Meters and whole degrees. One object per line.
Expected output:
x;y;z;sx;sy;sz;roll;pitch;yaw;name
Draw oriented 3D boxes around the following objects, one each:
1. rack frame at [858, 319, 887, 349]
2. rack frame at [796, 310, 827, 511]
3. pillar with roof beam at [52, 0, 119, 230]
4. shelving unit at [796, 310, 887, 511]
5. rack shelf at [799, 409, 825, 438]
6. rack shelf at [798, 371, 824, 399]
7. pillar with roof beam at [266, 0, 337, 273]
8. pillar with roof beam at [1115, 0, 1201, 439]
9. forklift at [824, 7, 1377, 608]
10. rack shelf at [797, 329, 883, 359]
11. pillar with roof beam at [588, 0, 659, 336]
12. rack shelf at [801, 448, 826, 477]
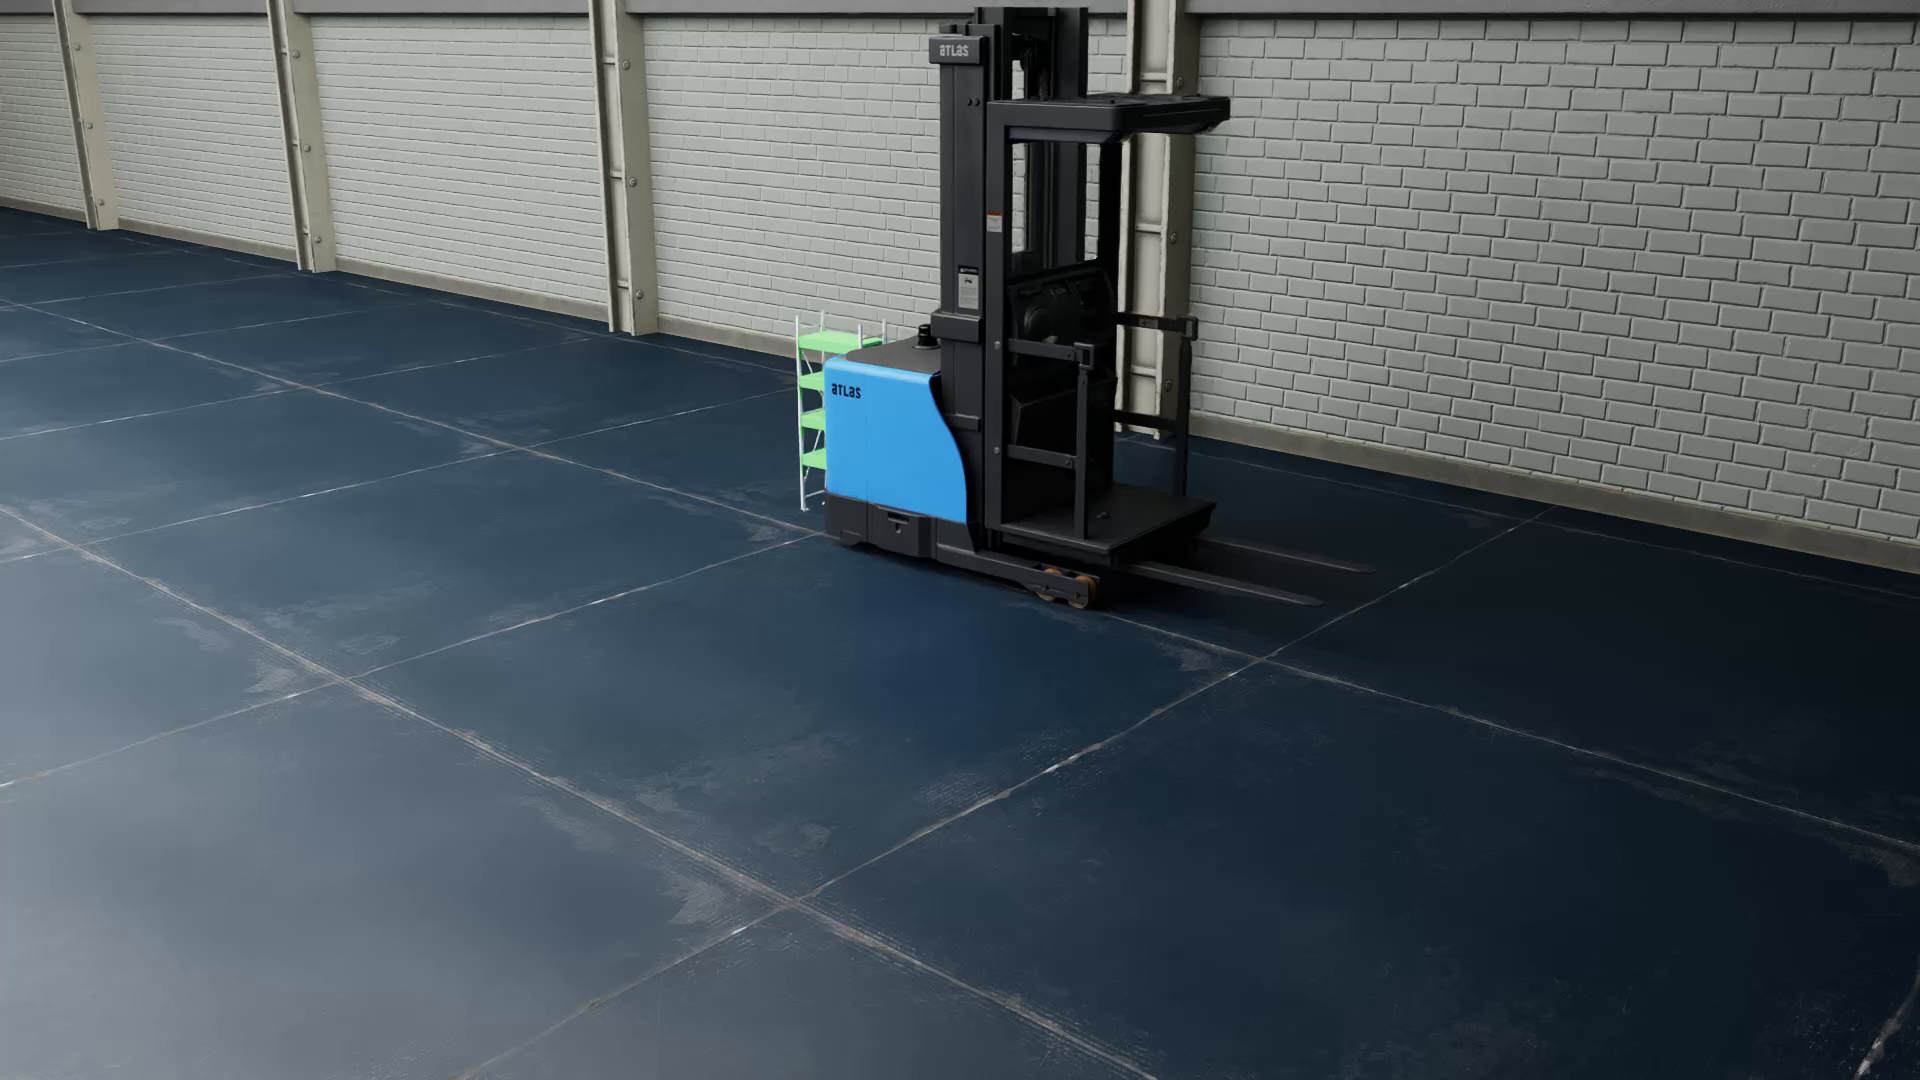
-0.504;-0.688;9.795;0.015;1.200;0.240;13;22;35;rack frame
-0.891;-0.777;10.078;0.015;1.200;0.240;13;22;35;rack frame
-14.942;-7.720;19.061;0.400;9.000;9.100;15;23;39;pillar with roof beam
-0.698;-0.732;9.936;0.503;1.200;0.258;13;22;35;shelving unit
-0.698;-0.672;9.956;0.480;0.148;0.258;13;22;35;rack shelf
-0.698;-0.900;9.883;0.480;0.148;0.258;13;22;35;rack shelf
-10.454;-6.515;15.265;0.400;9.000;9.100;15;23;39;pillar with roof beam
-1.479;-4.106;7.673;0.400;9.000;9.100;15;23;39;pillar with roof beam
0.703;-1.228;8.637;3.031;2.935;1.130;13;22;35;forklift
-0.698;-1.129;9.810;0.480;0.148;0.258;13;22;35;rack shelf
-5.966;-5.311;11.469;0.400;9.000;9.100;15;23;39;pillar with roof beam
-0.698;-0.443;10.028;0.480;0.148;0.258;13;22;35;rack shelf
